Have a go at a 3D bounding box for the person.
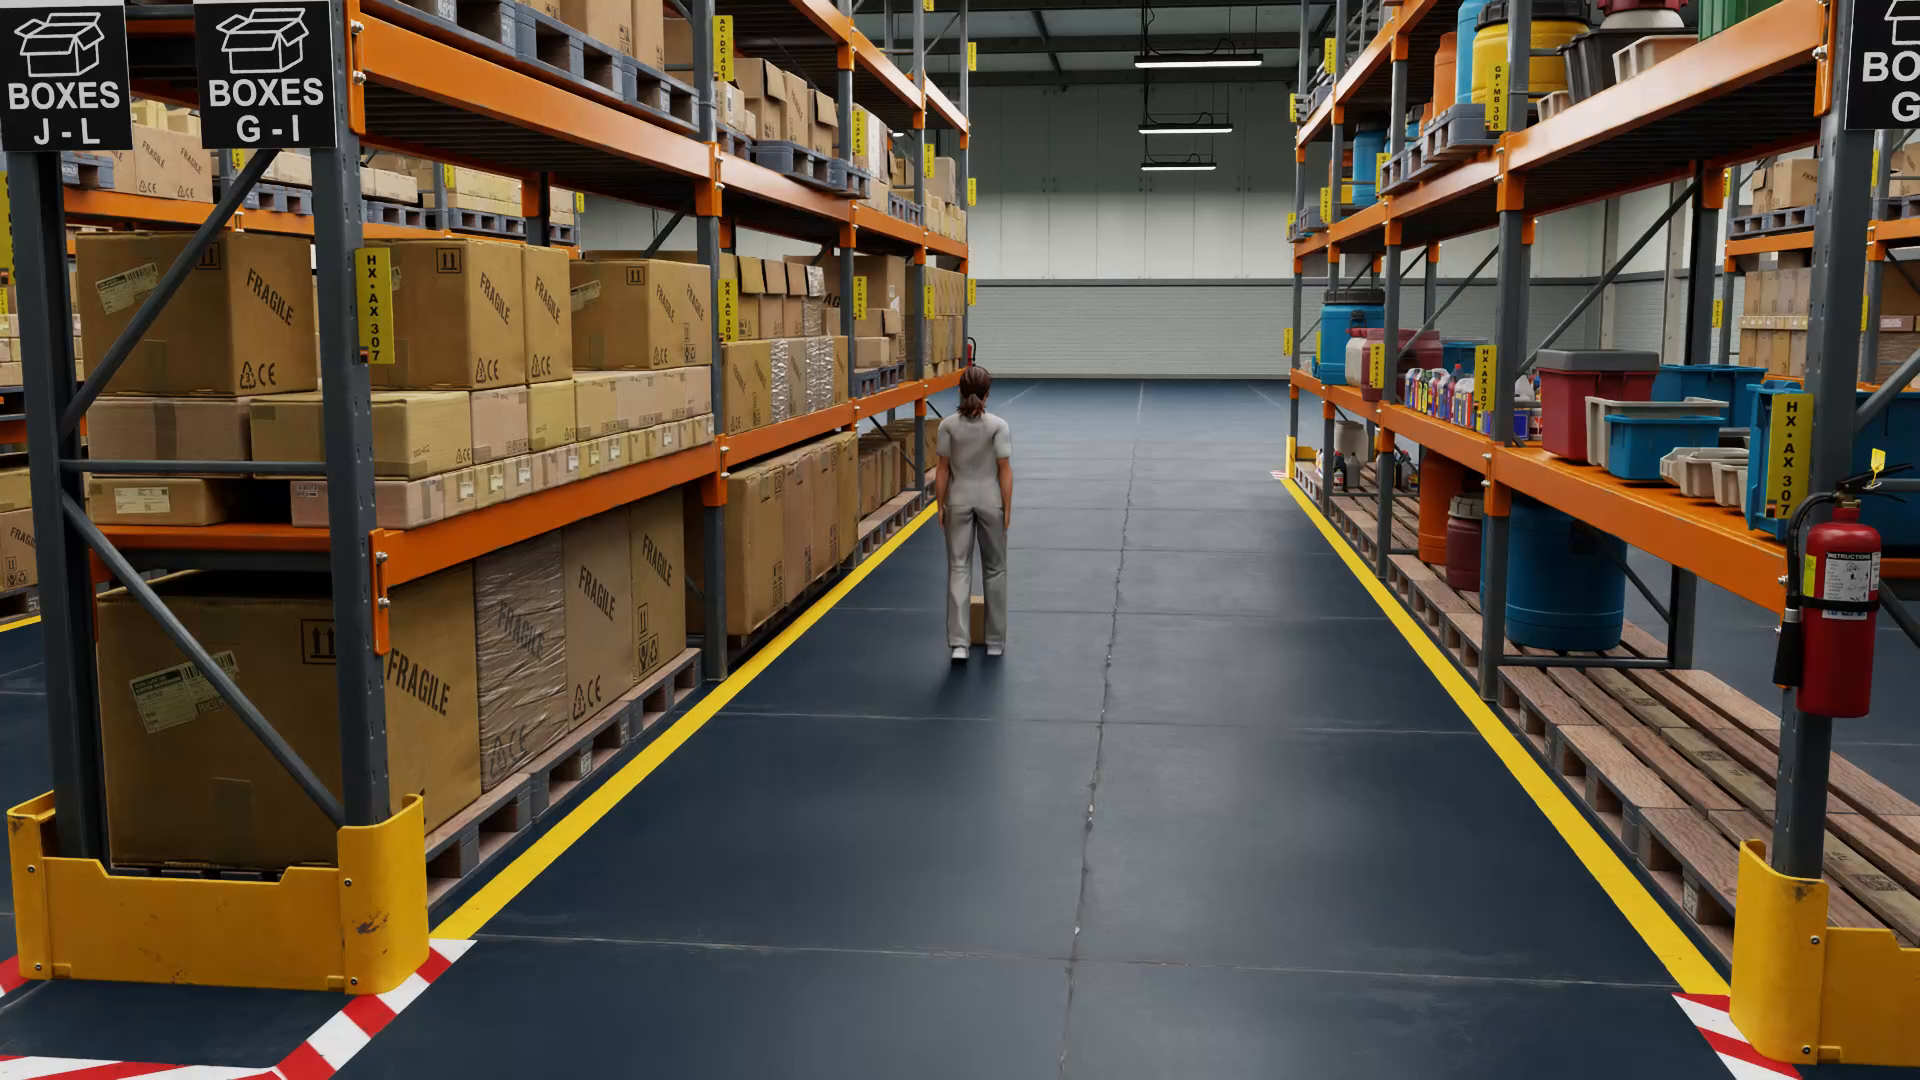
[{"bbox_3d":[0.086,-0.156,9.521,0.441,1.676,0.519,1,8,7],"label":"person"}]
